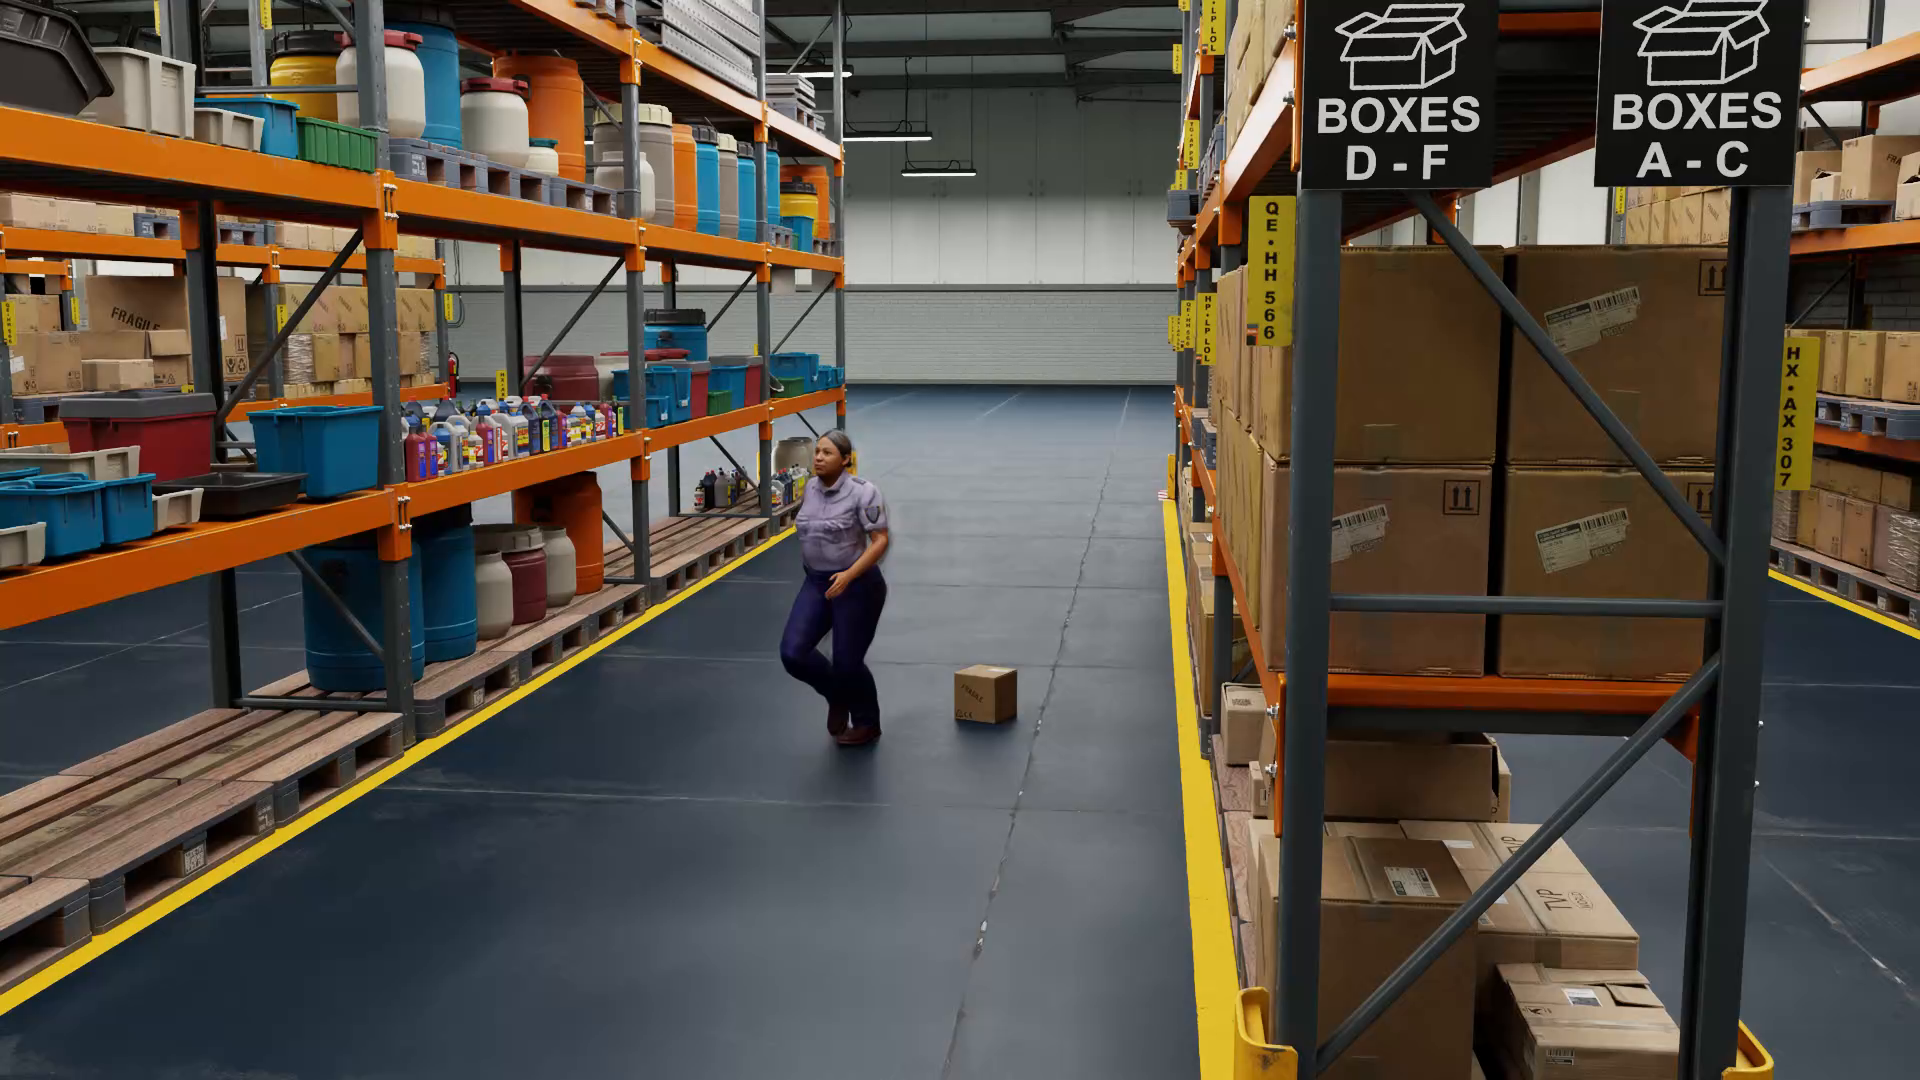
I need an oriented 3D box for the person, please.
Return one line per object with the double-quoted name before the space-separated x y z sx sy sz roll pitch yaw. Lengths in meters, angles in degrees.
"person" -0.633 0.244 8.232 0.628 1.585 0.586 5 9 32
